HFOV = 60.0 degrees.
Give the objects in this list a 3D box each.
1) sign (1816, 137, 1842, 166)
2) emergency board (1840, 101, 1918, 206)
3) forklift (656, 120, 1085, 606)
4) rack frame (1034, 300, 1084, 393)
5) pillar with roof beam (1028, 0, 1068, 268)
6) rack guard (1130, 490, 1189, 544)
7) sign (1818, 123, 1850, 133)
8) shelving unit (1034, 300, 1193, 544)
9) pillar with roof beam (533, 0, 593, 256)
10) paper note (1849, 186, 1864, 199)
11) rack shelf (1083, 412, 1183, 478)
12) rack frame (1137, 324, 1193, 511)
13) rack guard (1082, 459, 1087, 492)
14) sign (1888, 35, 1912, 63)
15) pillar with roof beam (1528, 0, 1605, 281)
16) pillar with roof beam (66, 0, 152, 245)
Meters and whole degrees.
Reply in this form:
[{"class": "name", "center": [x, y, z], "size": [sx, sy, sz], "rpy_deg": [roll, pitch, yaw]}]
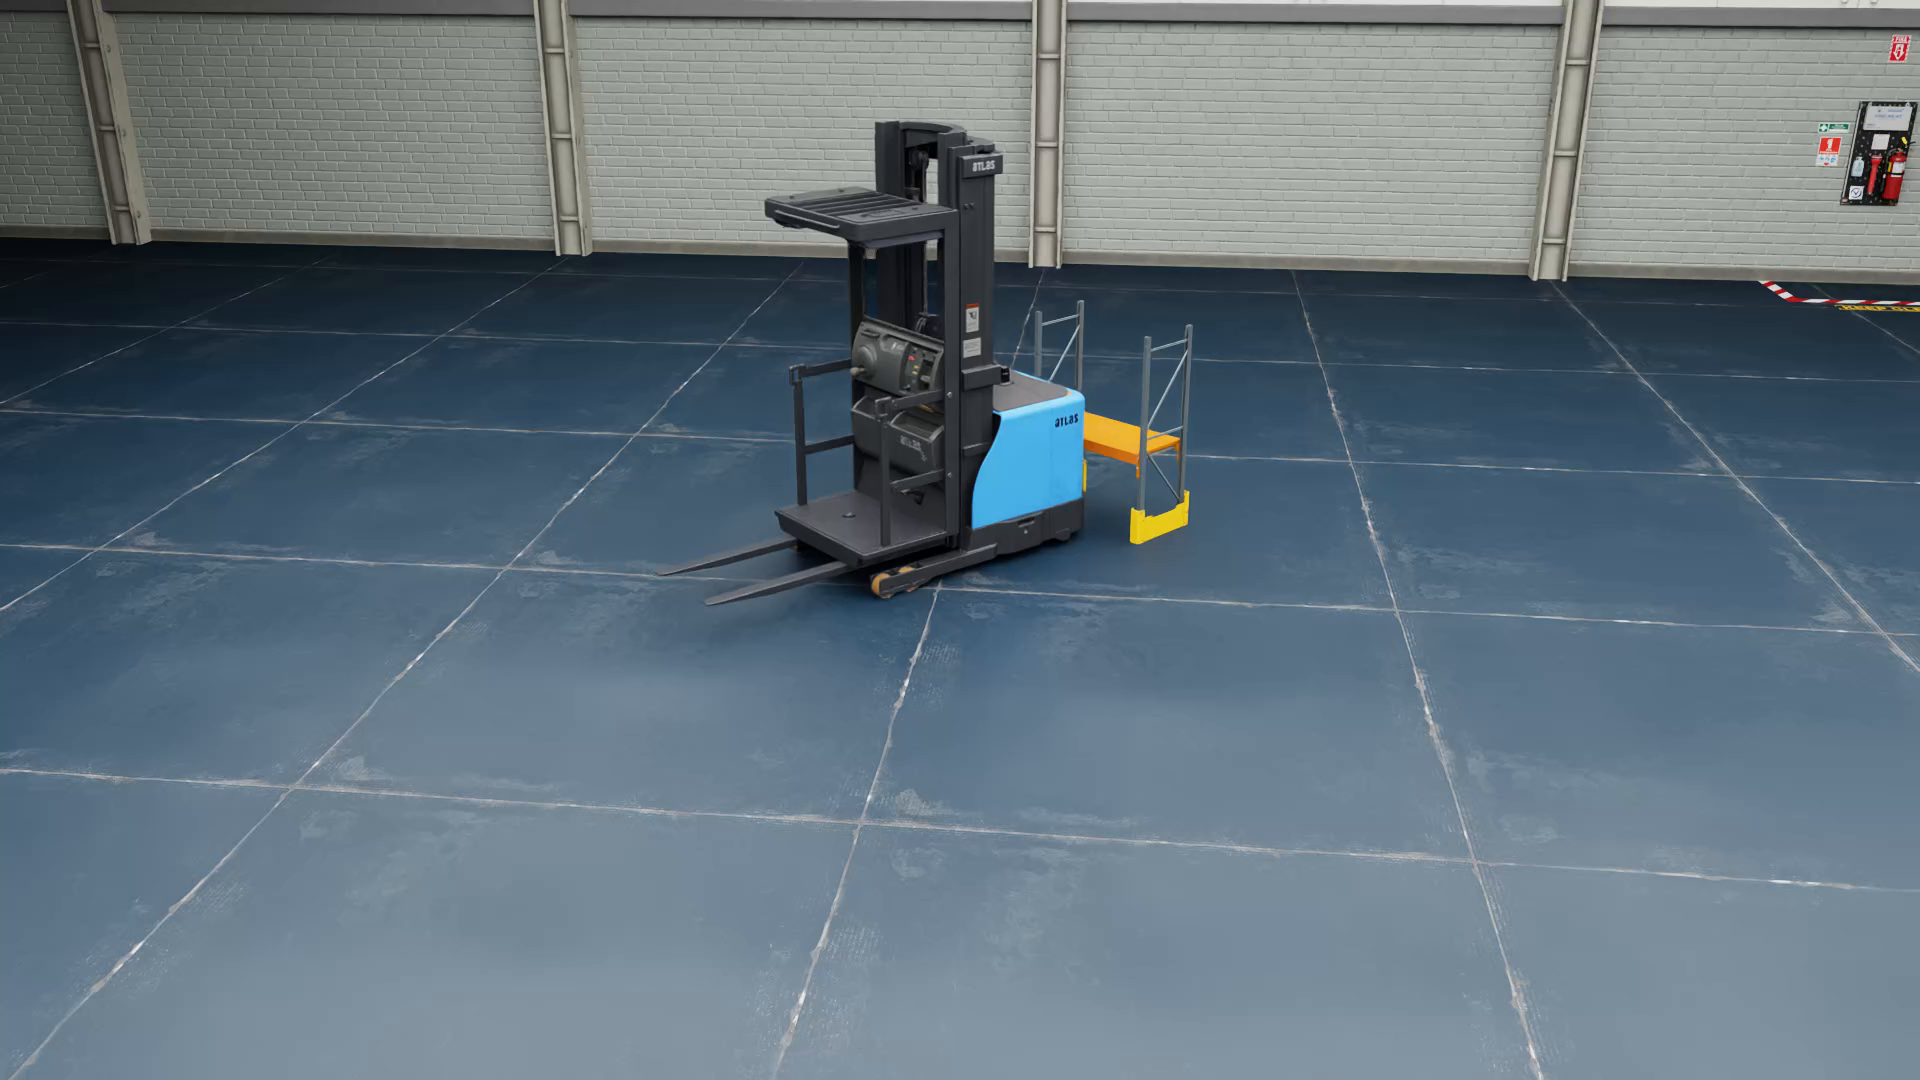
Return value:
[{"class": "sign", "center": [9.983, -4.466, 19.108], "size": [0.234, 0.329, 0.001], "rpy_deg": [2, 22, 6]}, {"class": "emergency board", "center": [10.520, -4.388, 18.959], "size": [0.643, 1.169, 0.194], "rpy_deg": [2, 22, 6]}, {"class": "forklift", "center": [-0.584, -1.193, 10.972], "size": [3.031, 2.935, 1.130], "rpy_deg": [-16, 27, -35]}, {"class": "rack frame", "center": [0.733, -1.017, 12.472], "size": [0.500, 1.500, 0.032], "rpy_deg": [-20, 29, -41]}, {"class": "pillar with roof beam", "center": [0.546, -6.004, 14.888], "size": [0.400, 9.000, 9.100], "rpy_deg": [2, 22, 6]}, {"class": "rack guard", "center": [1.446, -0.170, 12.029], "size": [0.587, 0.250, 0.087], "rpy_deg": [-20, 29, -41]}, {"class": "sign", "center": [9.986, -4.709, 19.002], "size": [0.331, 0.109, 0.001], "rpy_deg": [2, 22, 6]}, {"class": "shelving unit", "center": [1.096, -0.882, 12.130], "size": [0.587, 1.500, 1.083], "rpy_deg": [-20, 29, -41]}, {"class": "pillar with roof beam", "center": [-5.412, -6.264, 15.545], "size": [0.400, 9.000, 9.100], "rpy_deg": [2, 22, 6]}, {"class": "paper note", "center": [10.352, -4.011, 19.204], "size": [0.142, 0.148, 0.016], "rpy_deg": [2, 22, 6]}, {"class": "rack shelf", "center": [1.090, -0.717, 12.202], "size": [0.538, 0.185, 1.000], "rpy_deg": [-20, 29, -41]}, {"class": "rack frame", "center": [1.447, -0.751, 11.799], "size": [0.500, 1.500, 0.032], "rpy_deg": [-20, 29, -41]}, {"class": "rack guard", "center": [0.747, -0.431, 12.689], "size": [0.587, 0.250, 0.087], "rpy_deg": [-20, 29, -41]}, {"class": "sign", "center": [10.524, -5.503, 18.626], "size": [0.199, 0.298, 0.001], "rpy_deg": [2, 22, 6]}, {"class": "pillar with roof beam", "center": [6.504, -5.745, 14.231], "size": [0.400, 9.000, 9.100], "rpy_deg": [2, 22, 6]}, {"class": "pillar with roof beam", "center": [-11.370, -6.524, 16.201], "size": [0.400, 9.000, 9.100], "rpy_deg": [2, 22, 6]}]
